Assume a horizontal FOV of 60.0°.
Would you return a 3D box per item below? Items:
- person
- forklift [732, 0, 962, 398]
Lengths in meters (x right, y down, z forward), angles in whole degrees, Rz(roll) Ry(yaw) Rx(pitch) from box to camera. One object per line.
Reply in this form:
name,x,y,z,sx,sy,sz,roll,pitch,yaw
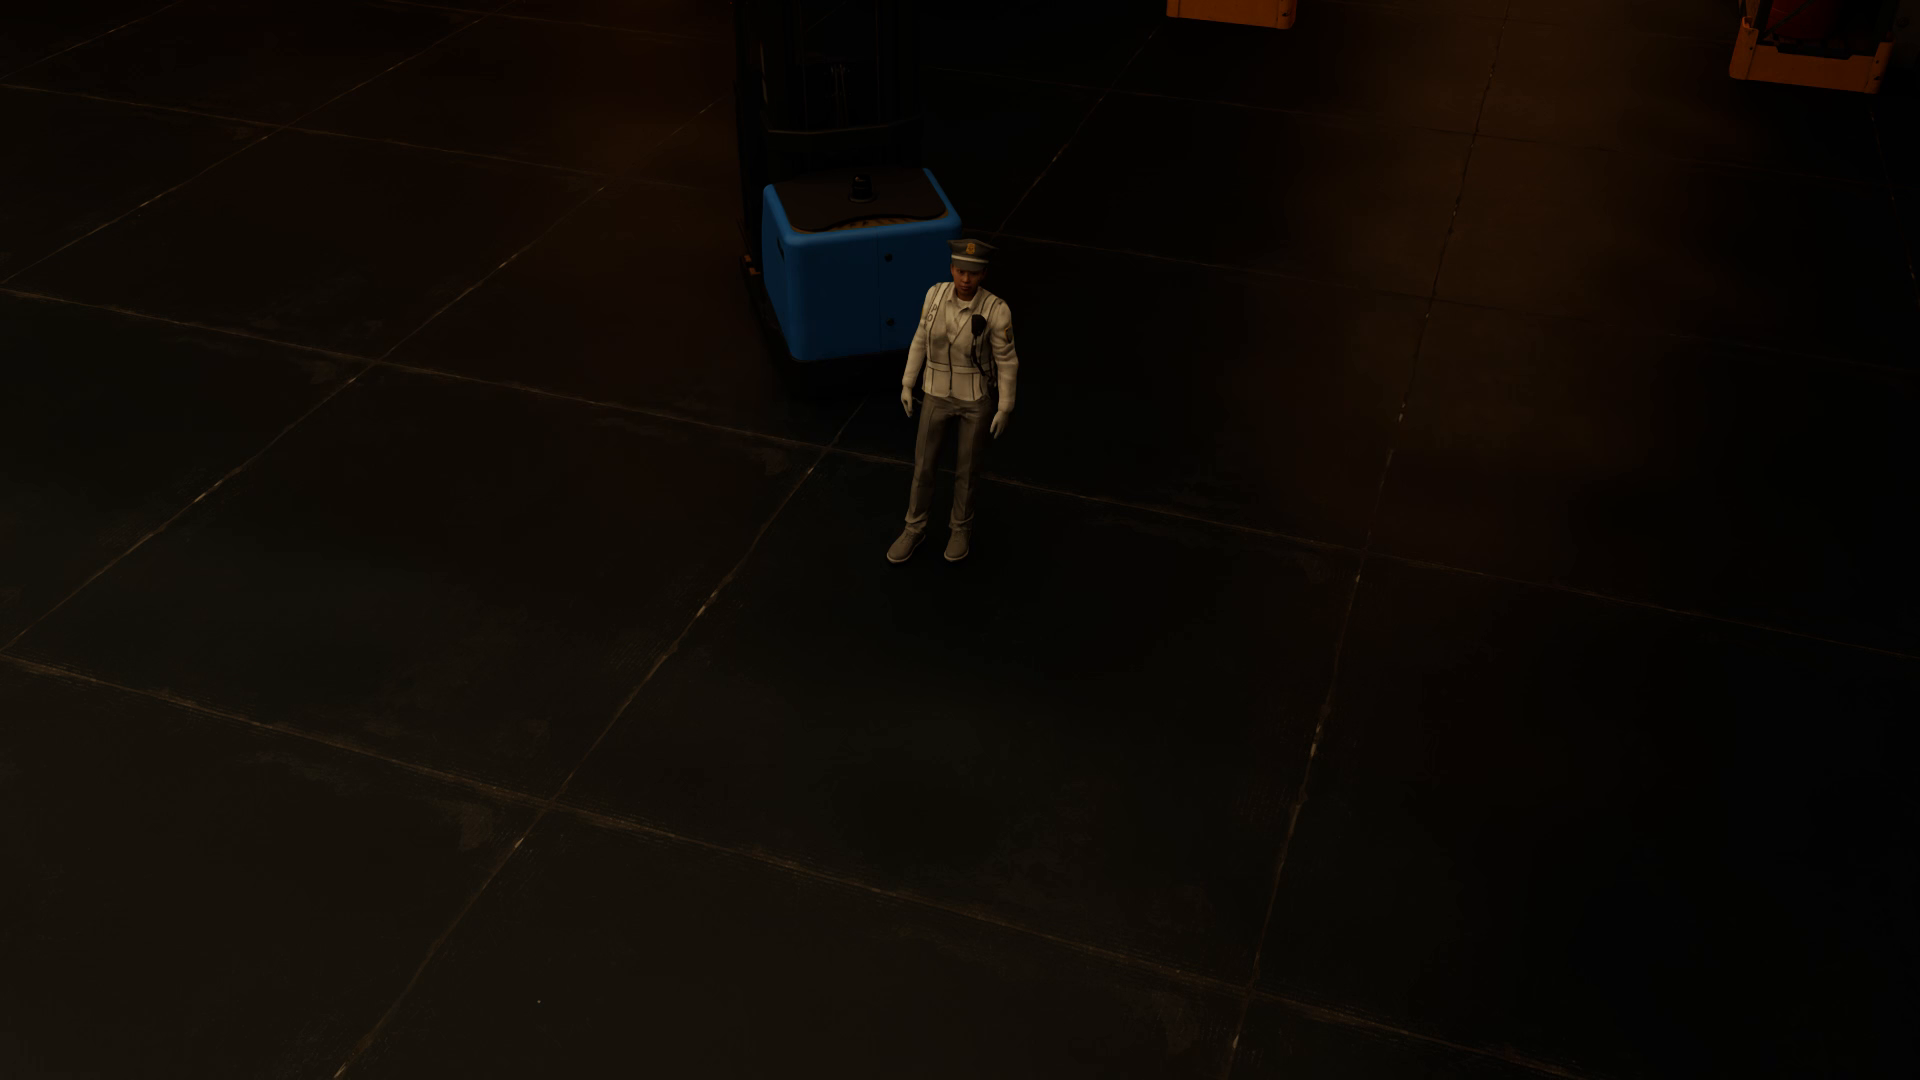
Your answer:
person,-0.028,-0.662,8.101,0.588,1.696,0.533,12,37,16
forklift,-0.843,-2.873,10.163,1.130,2.935,3.031,-9,36,-12
